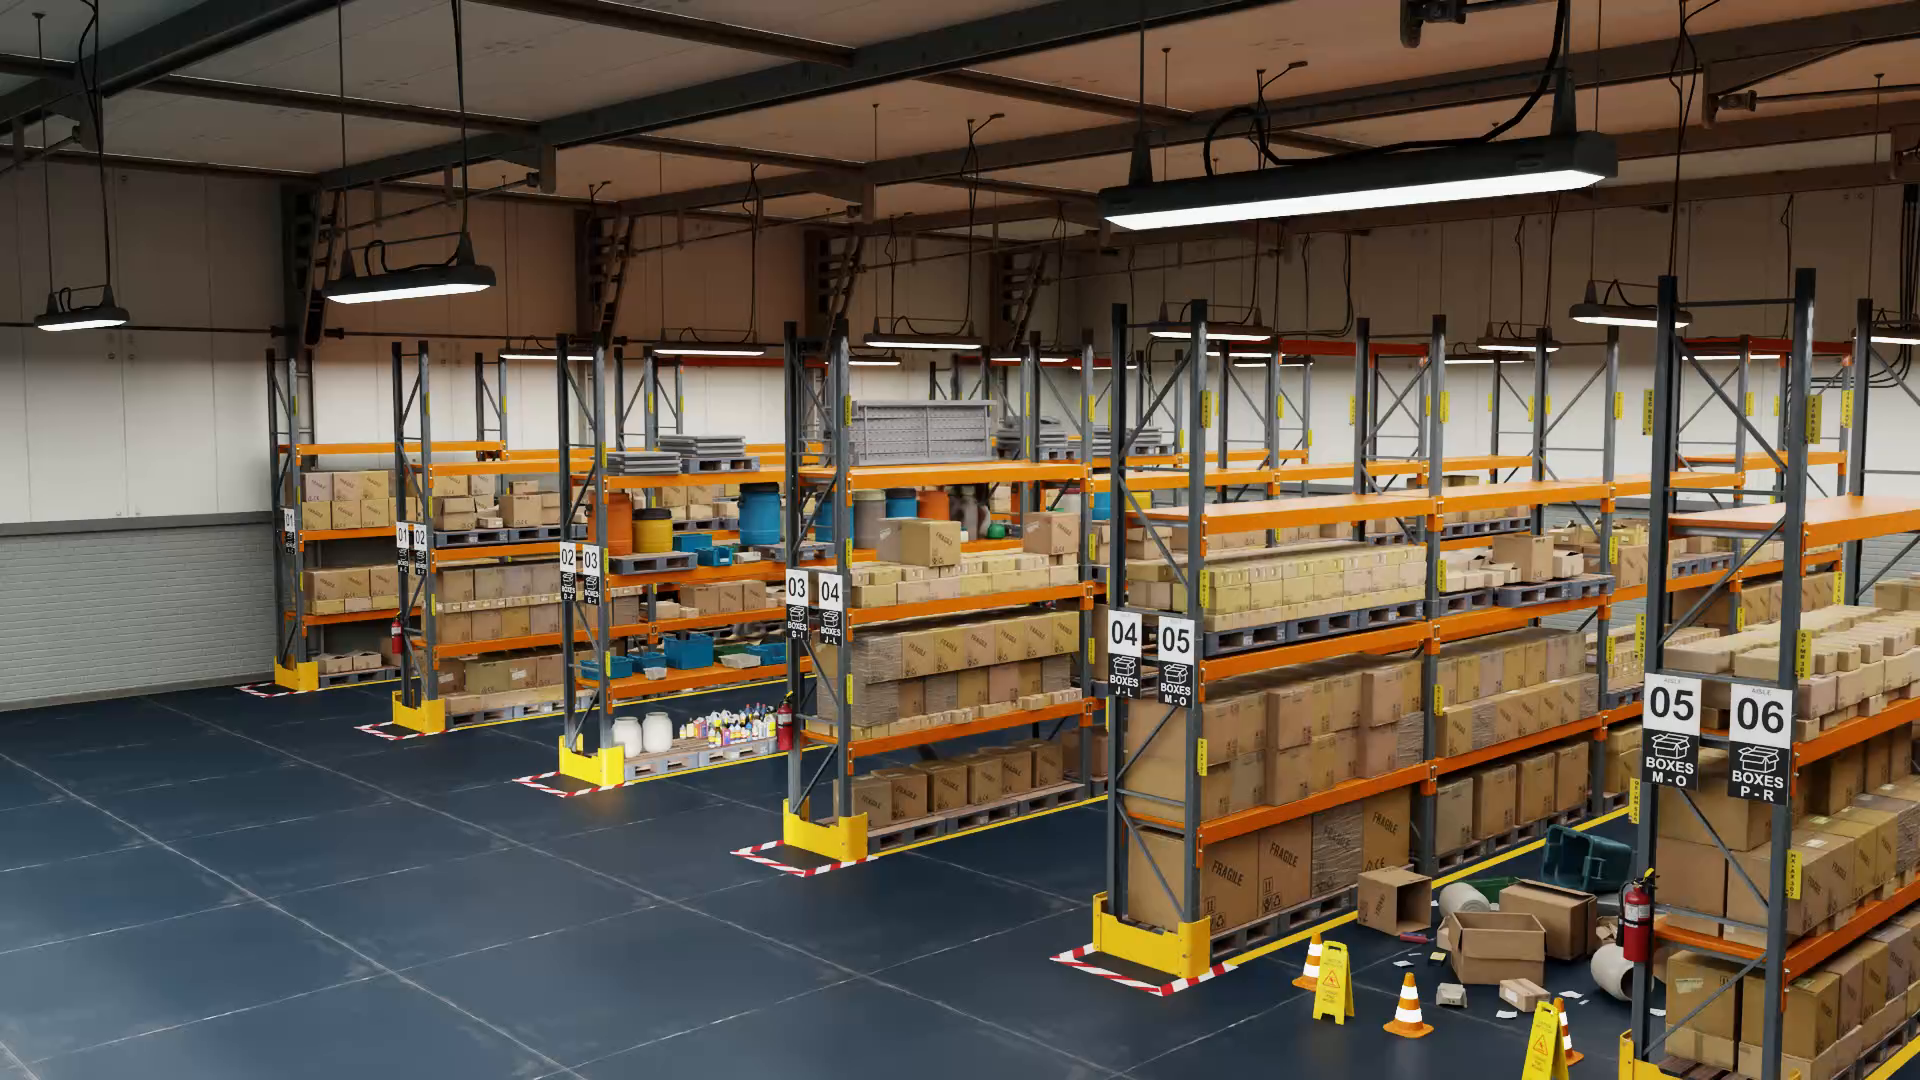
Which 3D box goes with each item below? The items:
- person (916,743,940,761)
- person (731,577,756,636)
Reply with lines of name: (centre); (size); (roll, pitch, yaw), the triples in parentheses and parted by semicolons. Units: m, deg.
person: (-0.488, 2.405, 22.402); (0.569, 1.627, 0.654); (4, 7, 41)
person: (-4.167, 1.547, 32.073); (0.552, 1.662, 0.620); (4, 6, 36)
